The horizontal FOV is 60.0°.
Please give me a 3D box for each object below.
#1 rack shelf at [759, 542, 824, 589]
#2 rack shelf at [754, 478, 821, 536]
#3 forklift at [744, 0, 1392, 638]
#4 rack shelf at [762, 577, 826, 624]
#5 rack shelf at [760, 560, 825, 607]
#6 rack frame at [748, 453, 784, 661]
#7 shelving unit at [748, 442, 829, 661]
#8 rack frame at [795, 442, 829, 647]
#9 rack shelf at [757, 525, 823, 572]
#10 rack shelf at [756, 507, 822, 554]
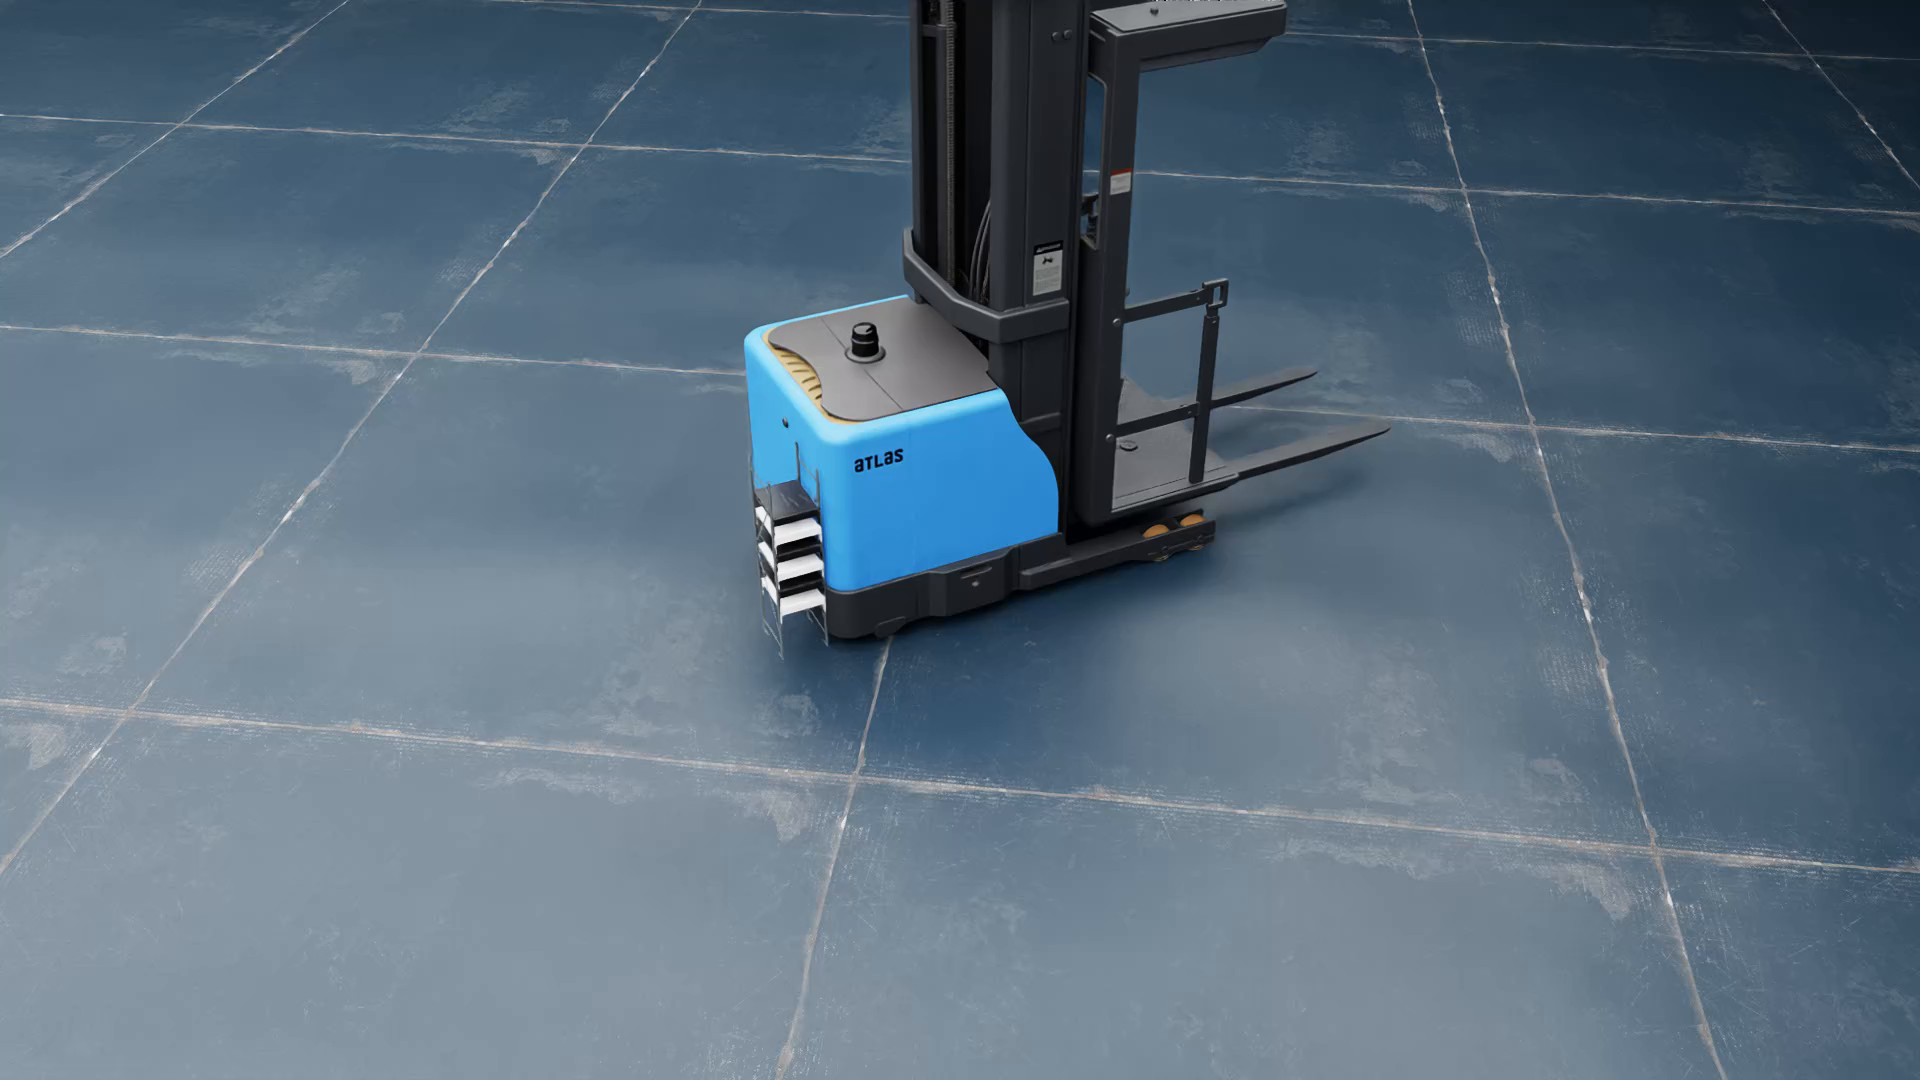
[{"bbox_3d":[-0.707,0.082,6.917,0.200,0.077,0.258,-16,38,-21],"label":"rack shelf"},{"bbox_3d":[-0.707,-0.137,6.761,0.200,0.077,0.258,-16,38,-21],"label":"rack shelf"},{"bbox_3d":[0.610,-1.355,7.125,3.031,2.935,1.130,-16,38,-21],"label":"forklift"},{"bbox_3d":[-0.707,0.229,7.022,0.200,0.077,0.258,-16,38,-21],"label":"rack shelf"},{"bbox_3d":[-0.707,0.156,6.970,0.200,0.077,0.258,-16,38,-21],"label":"rack shelf"},{"bbox_3d":[-0.798,0.081,6.862,0.006,0.900,0.240,-16,38,-21],"label":"rack frame"},{"bbox_3d":[-0.707,0.055,6.898,0.210,0.900,0.258,-16,38,-21],"label":"shelving unit"},{"bbox_3d":[-0.615,0.029,6.934,0.006,0.900,0.240,-16,38,-21],"label":"rack frame"},{"bbox_3d":[-0.707,0.009,6.865,0.200,0.077,0.258,-16,38,-21],"label":"rack shelf"},{"bbox_3d":[-0.707,-0.064,6.813,0.200,0.077,0.258,-16,38,-21],"label":"rack shelf"}]
